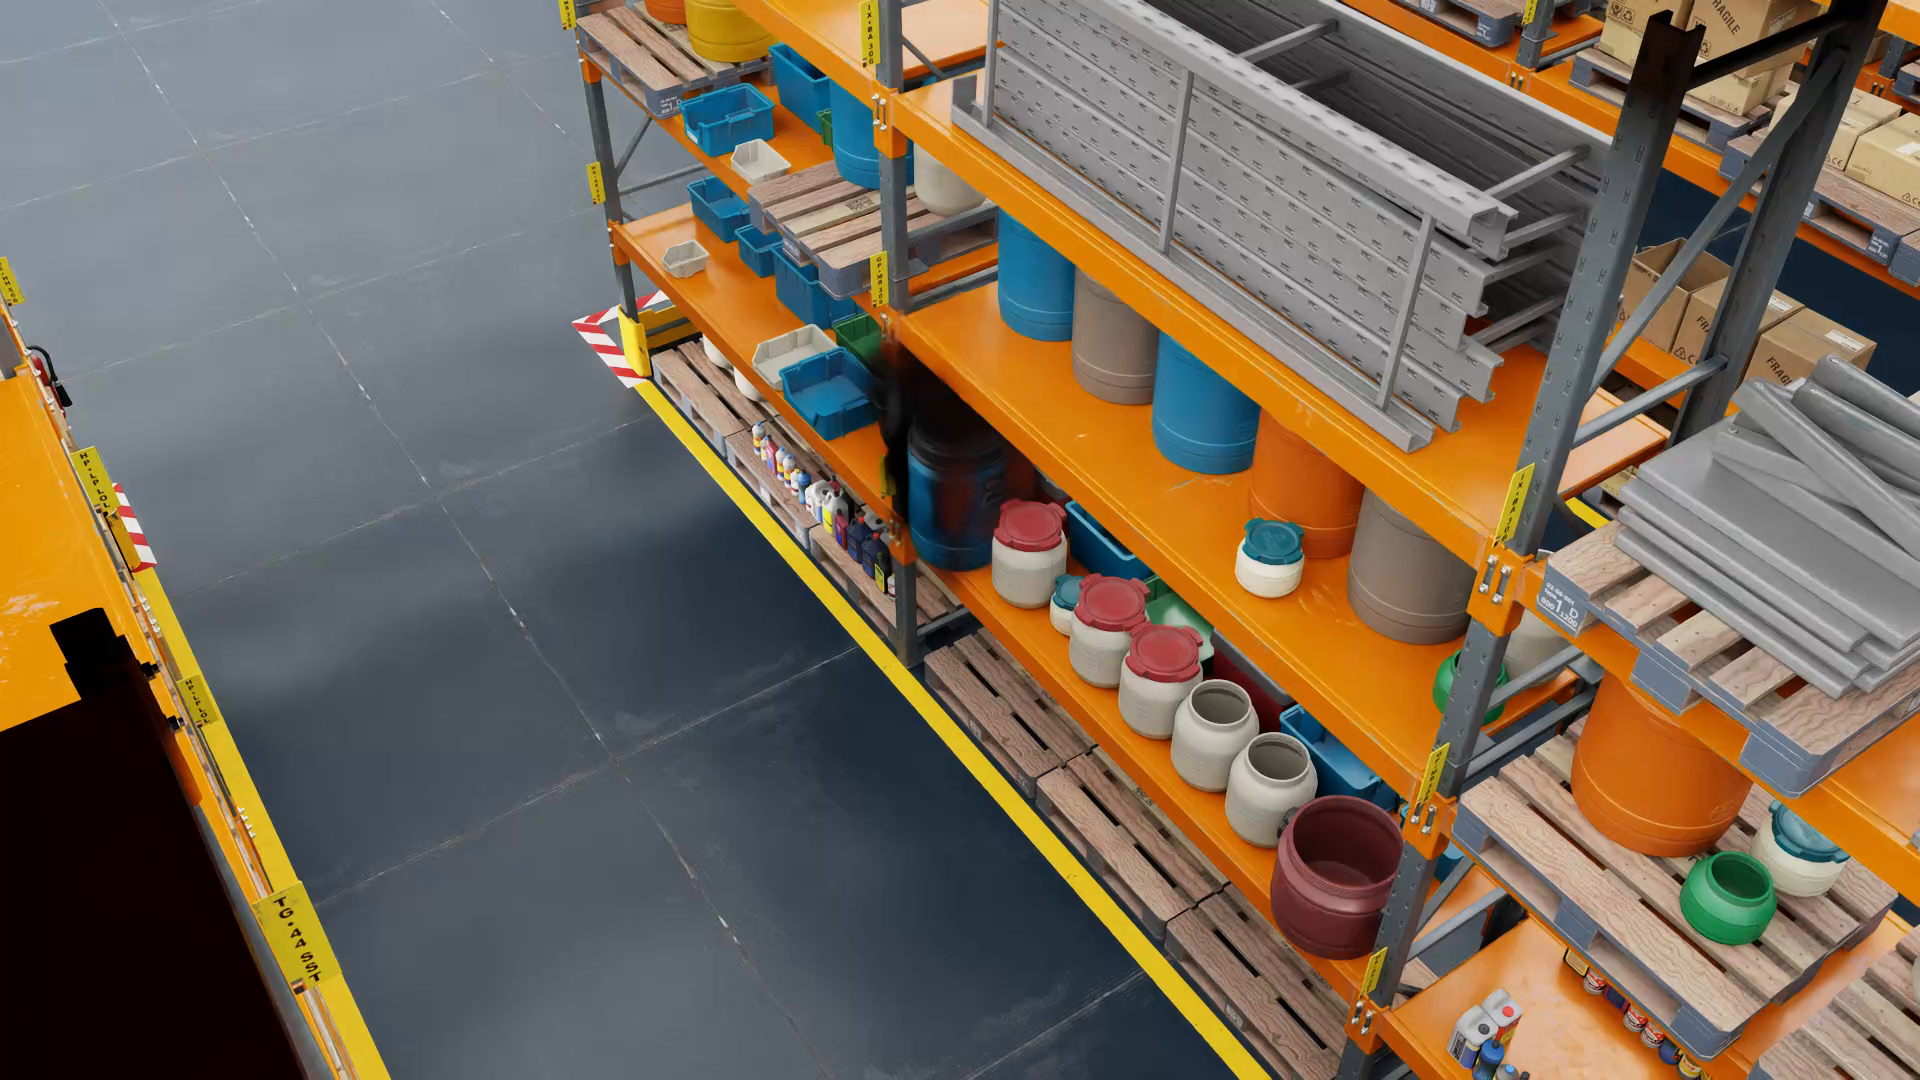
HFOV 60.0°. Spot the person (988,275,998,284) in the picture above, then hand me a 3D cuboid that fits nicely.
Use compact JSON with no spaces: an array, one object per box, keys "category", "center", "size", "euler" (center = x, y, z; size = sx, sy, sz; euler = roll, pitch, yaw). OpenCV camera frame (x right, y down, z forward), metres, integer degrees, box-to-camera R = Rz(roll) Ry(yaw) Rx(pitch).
[{"category":"person","center":[0.355,-2.287,13.063],"size":[0.628,1.578,0.575],"euler":[-26,48,-25]}]
